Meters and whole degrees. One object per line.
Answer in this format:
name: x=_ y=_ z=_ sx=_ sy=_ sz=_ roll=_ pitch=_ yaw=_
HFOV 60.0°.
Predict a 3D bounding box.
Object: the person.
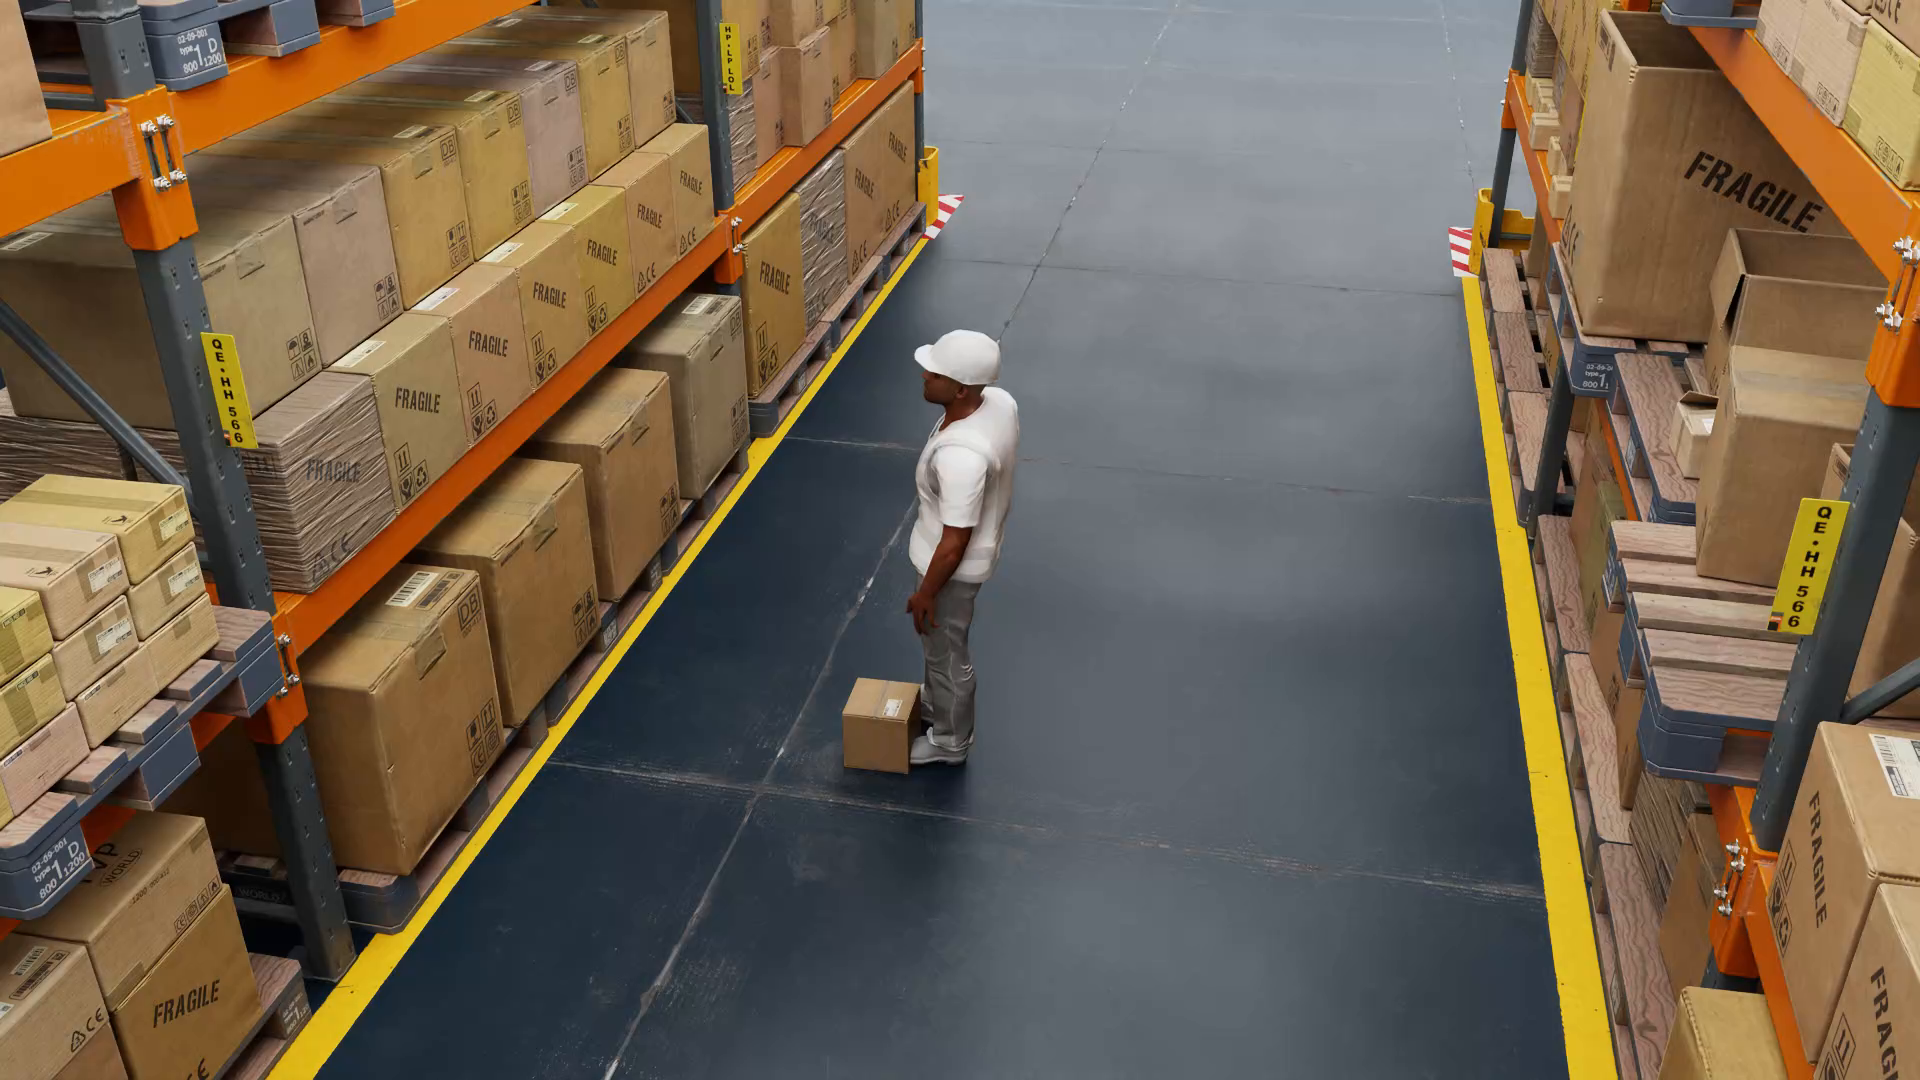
person: x=-0.095 y=0.045 z=5.998 sx=0.577 sy=1.765 sz=0.666 roll=6 pitch=29 yaw=11
